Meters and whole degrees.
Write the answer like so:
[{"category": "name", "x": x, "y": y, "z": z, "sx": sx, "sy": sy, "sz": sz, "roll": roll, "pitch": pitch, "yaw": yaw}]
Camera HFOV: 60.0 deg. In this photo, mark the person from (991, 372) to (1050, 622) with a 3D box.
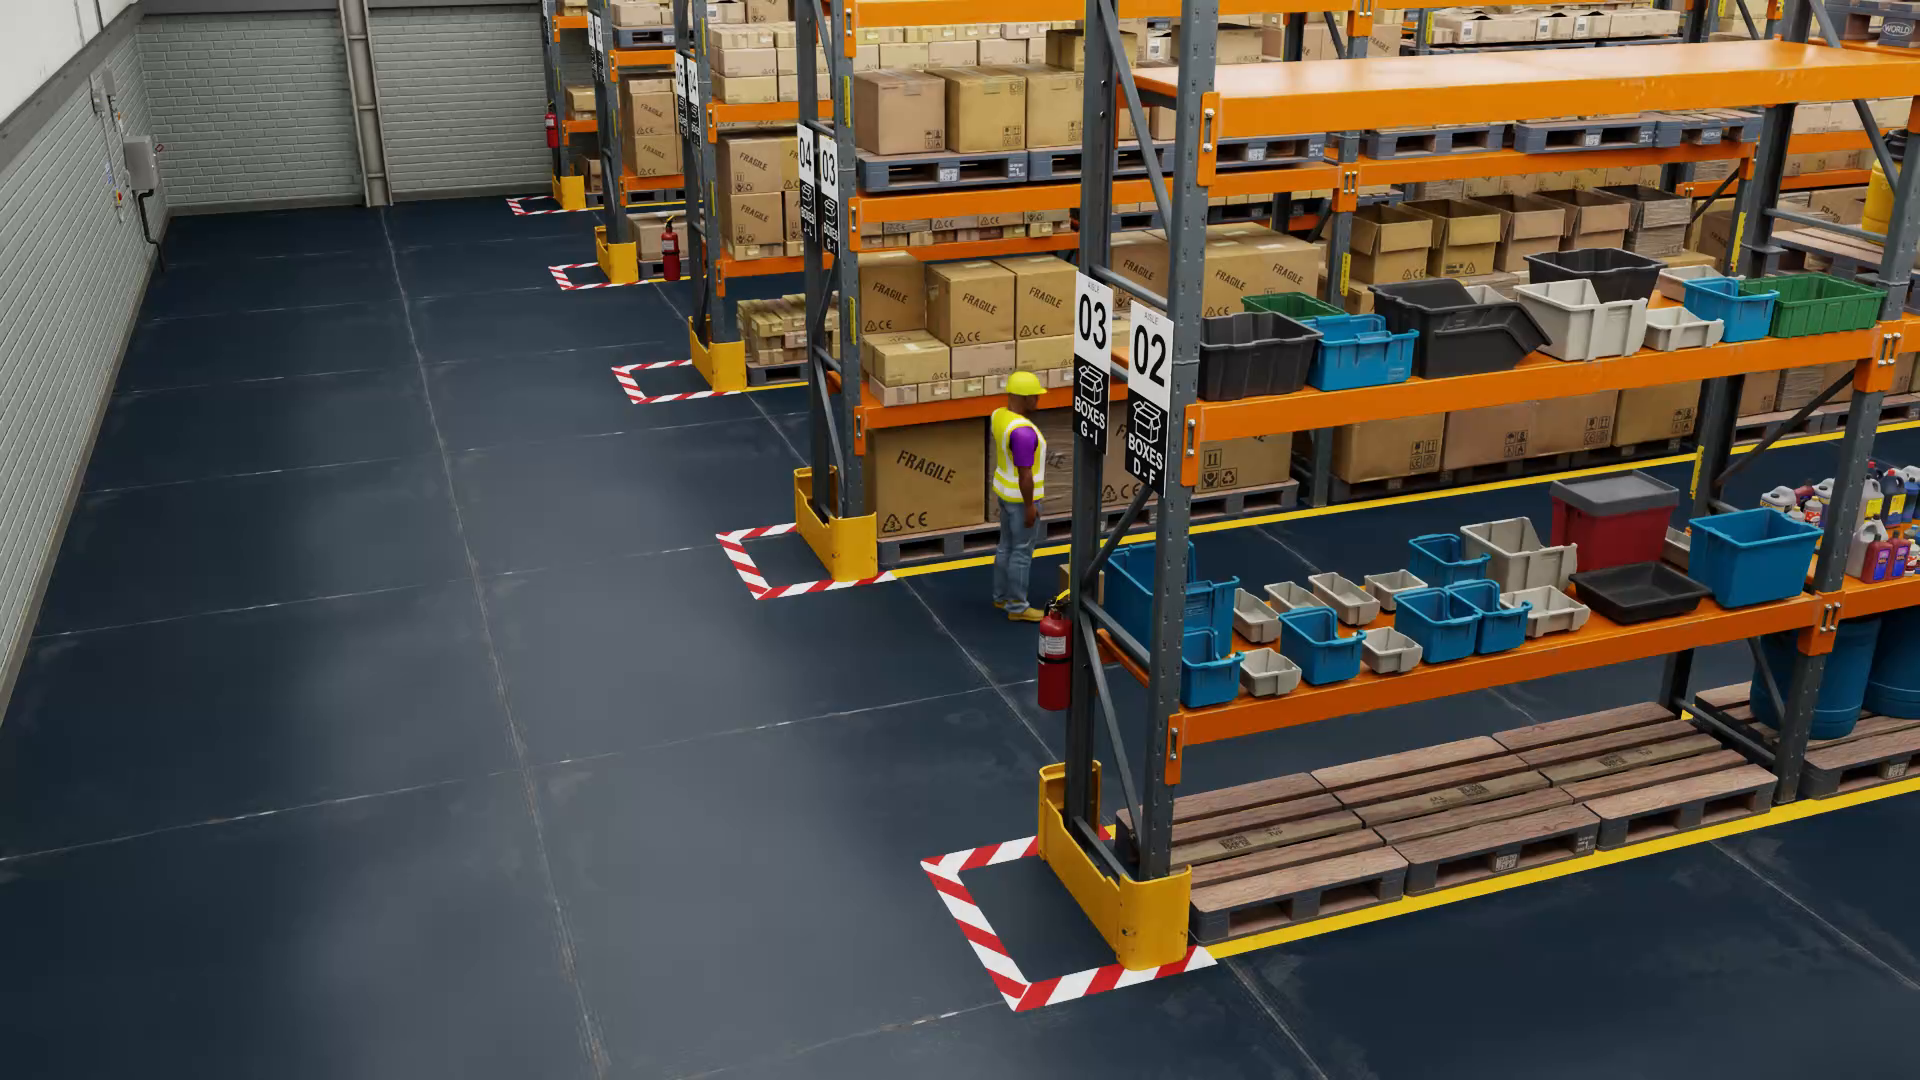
[{"category": "person", "x": 0.414, "y": -0.320, "z": 11.575, "sx": 0.355, "sy": 1.770, "sz": 0.576, "roll": -7, "pitch": 23, "yaw": -17}]
